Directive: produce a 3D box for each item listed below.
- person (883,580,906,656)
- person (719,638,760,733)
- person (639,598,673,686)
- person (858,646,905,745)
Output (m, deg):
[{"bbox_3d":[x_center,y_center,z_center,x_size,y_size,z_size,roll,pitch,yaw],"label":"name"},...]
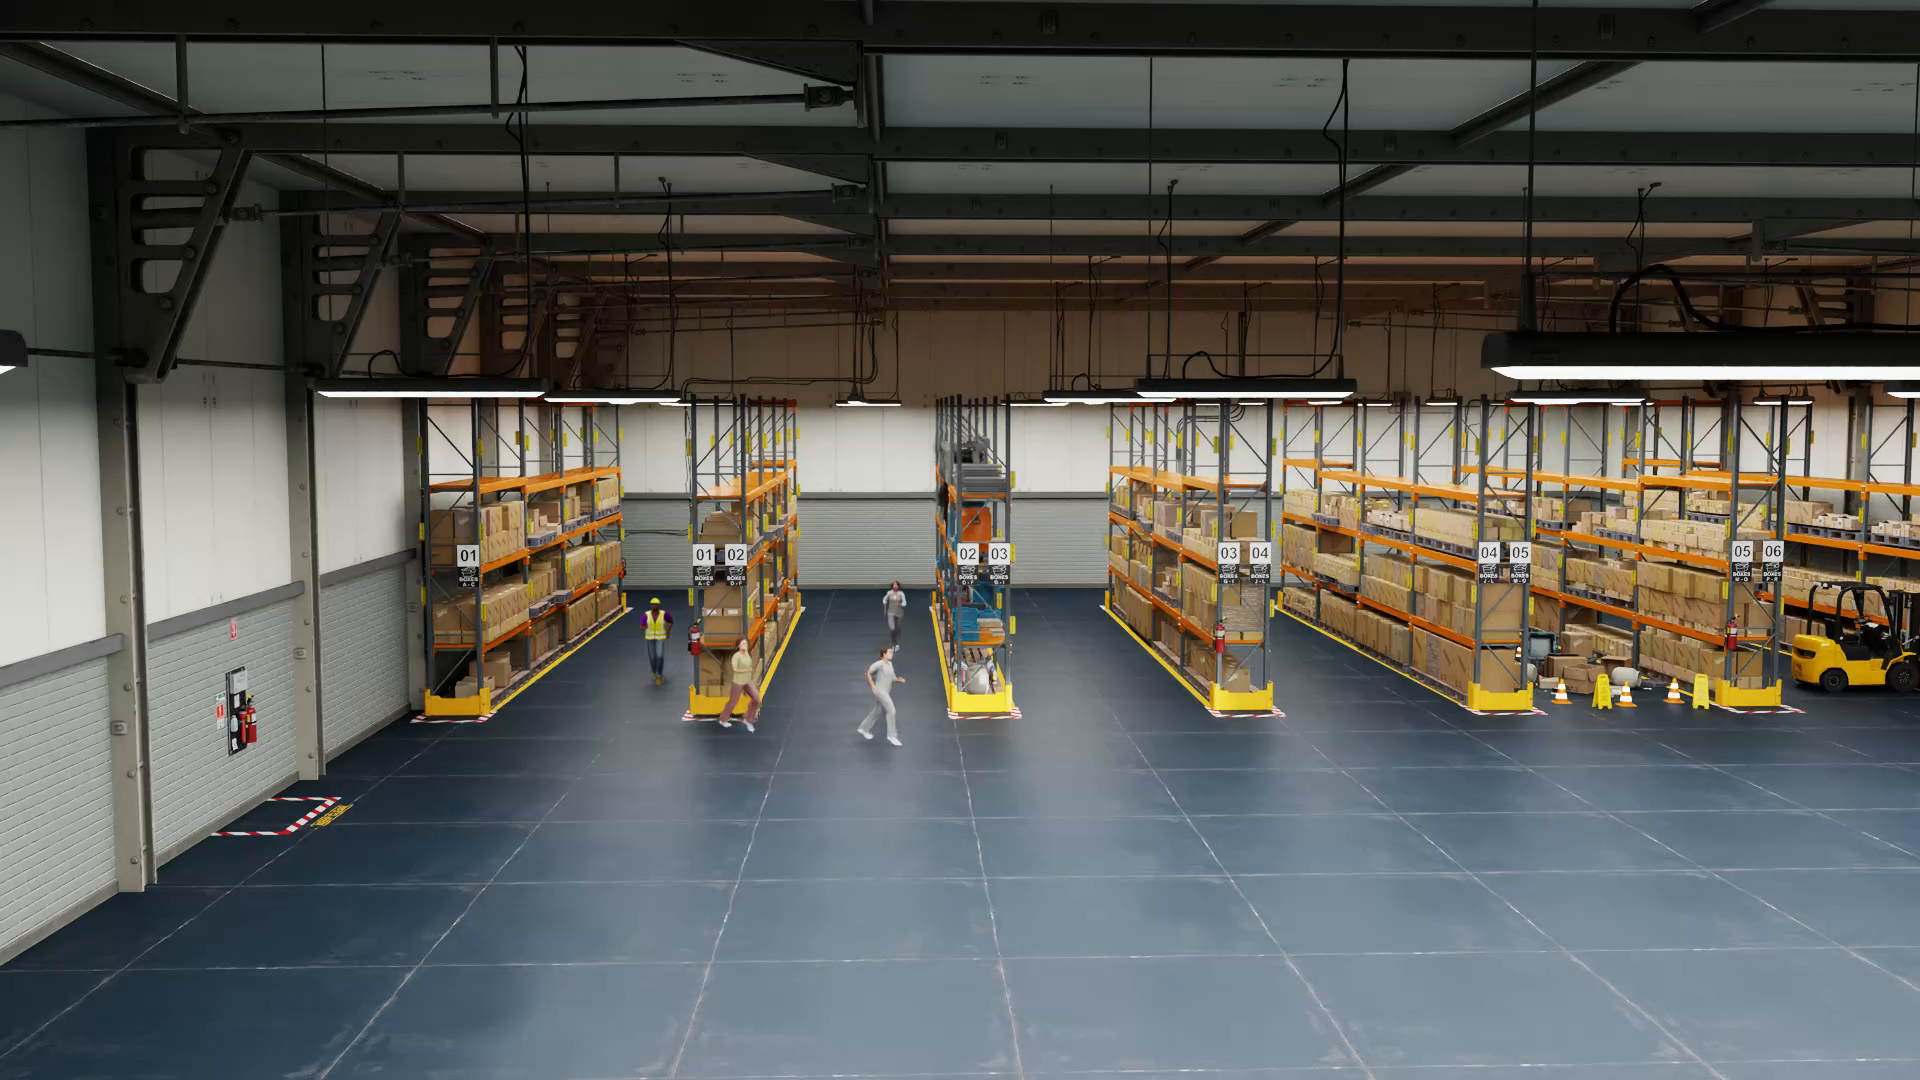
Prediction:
[{"bbox_3d":[-1.451,1.731,37.052,0.504,1.672,0.673,0,5,-5],"label":"person"},{"bbox_3d":[-3.905,2.565,29.570,0.849,1.692,0.582,3,6,36],"label":"person"},{"bbox_3d":[-6.347,2.114,34.678,0.674,1.825,0.717,0,4,-2],"label":"person"},{"bbox_3d":[-1.364,2.656,28.527,0.880,1.709,0.494,2,5,19],"label":"person"}]
